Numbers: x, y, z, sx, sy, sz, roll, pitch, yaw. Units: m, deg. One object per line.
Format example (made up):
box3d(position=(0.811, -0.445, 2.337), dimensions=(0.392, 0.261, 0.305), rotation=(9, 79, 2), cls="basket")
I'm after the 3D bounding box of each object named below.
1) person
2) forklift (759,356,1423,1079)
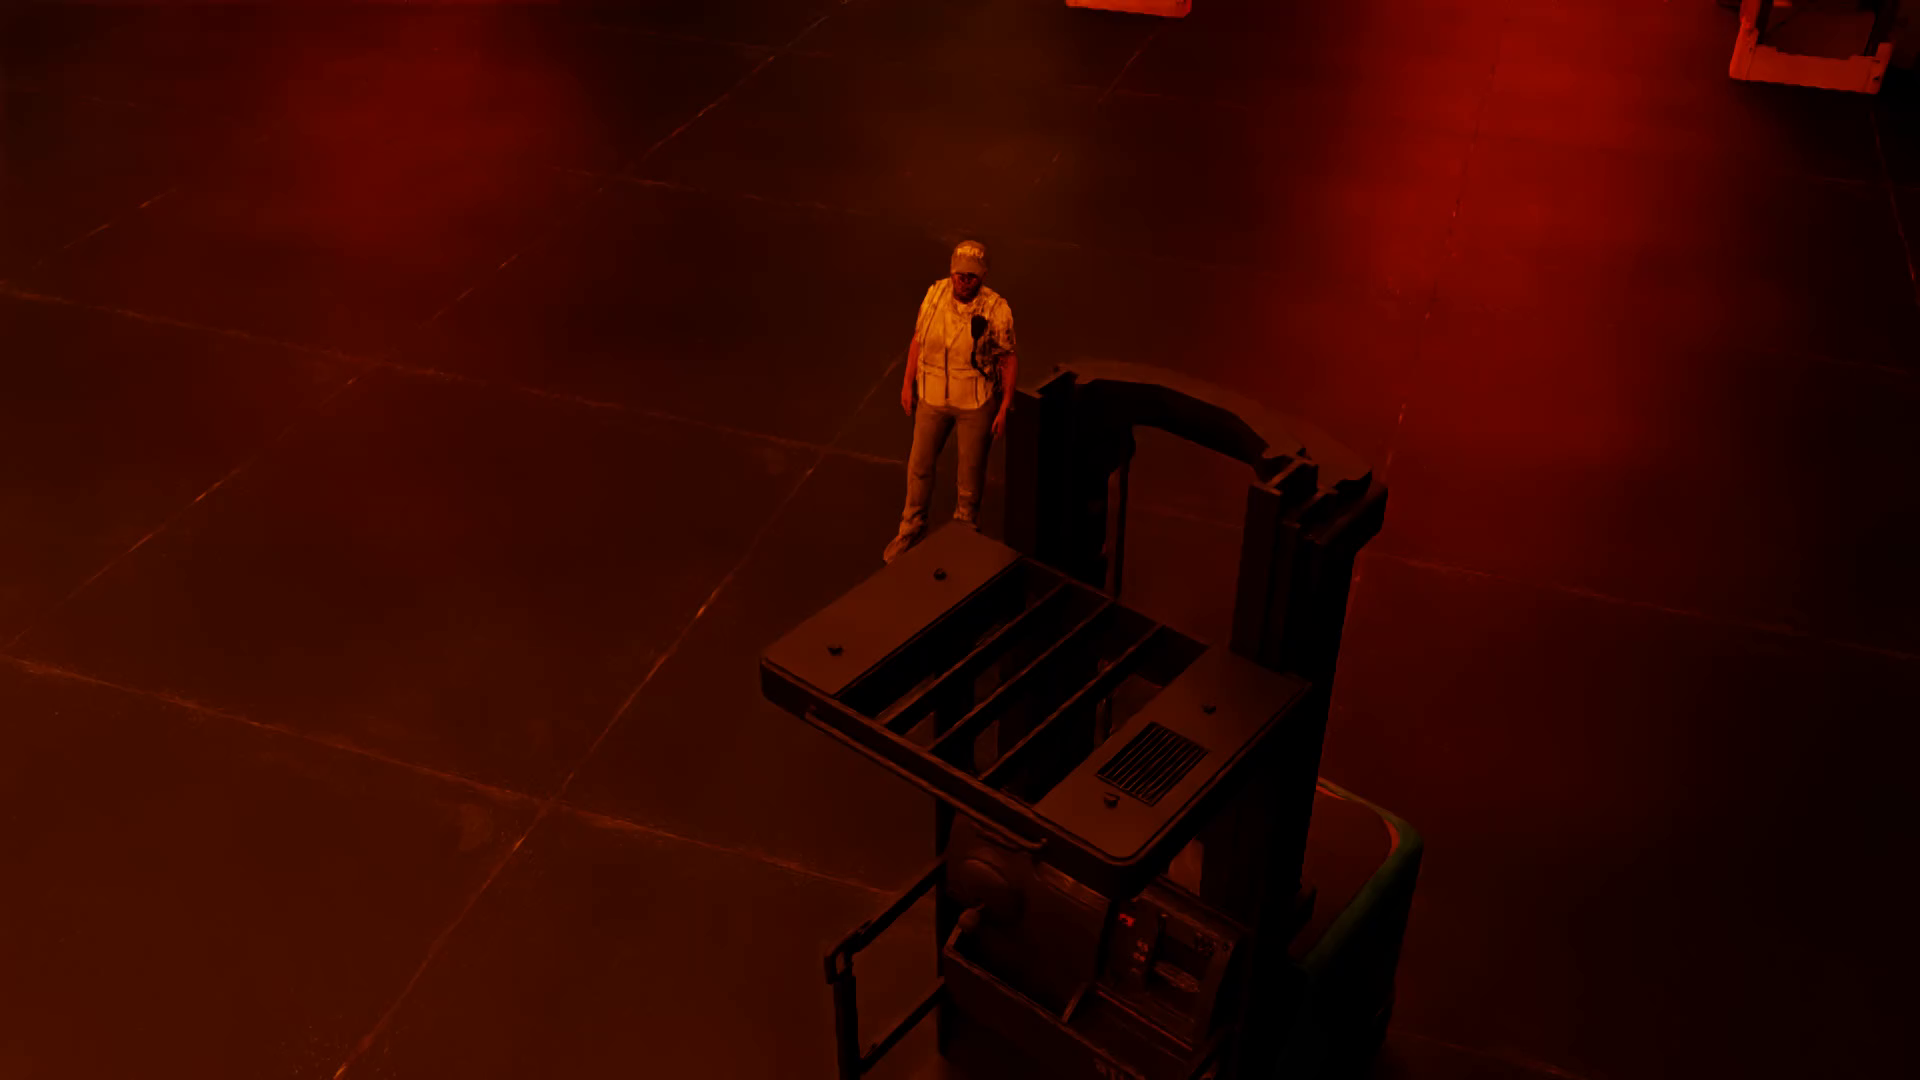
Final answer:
box3d(position=(-0.047, -0.648, 8.106), dimensions=(0.598, 1.669, 0.529), rotation=(12, 37, 16), cls="person")
box3d(position=(0.214, 1.108, 4.547), dimensions=(1.130, 2.935, 3.031), rotation=(25, 43, 31), cls="forklift")
